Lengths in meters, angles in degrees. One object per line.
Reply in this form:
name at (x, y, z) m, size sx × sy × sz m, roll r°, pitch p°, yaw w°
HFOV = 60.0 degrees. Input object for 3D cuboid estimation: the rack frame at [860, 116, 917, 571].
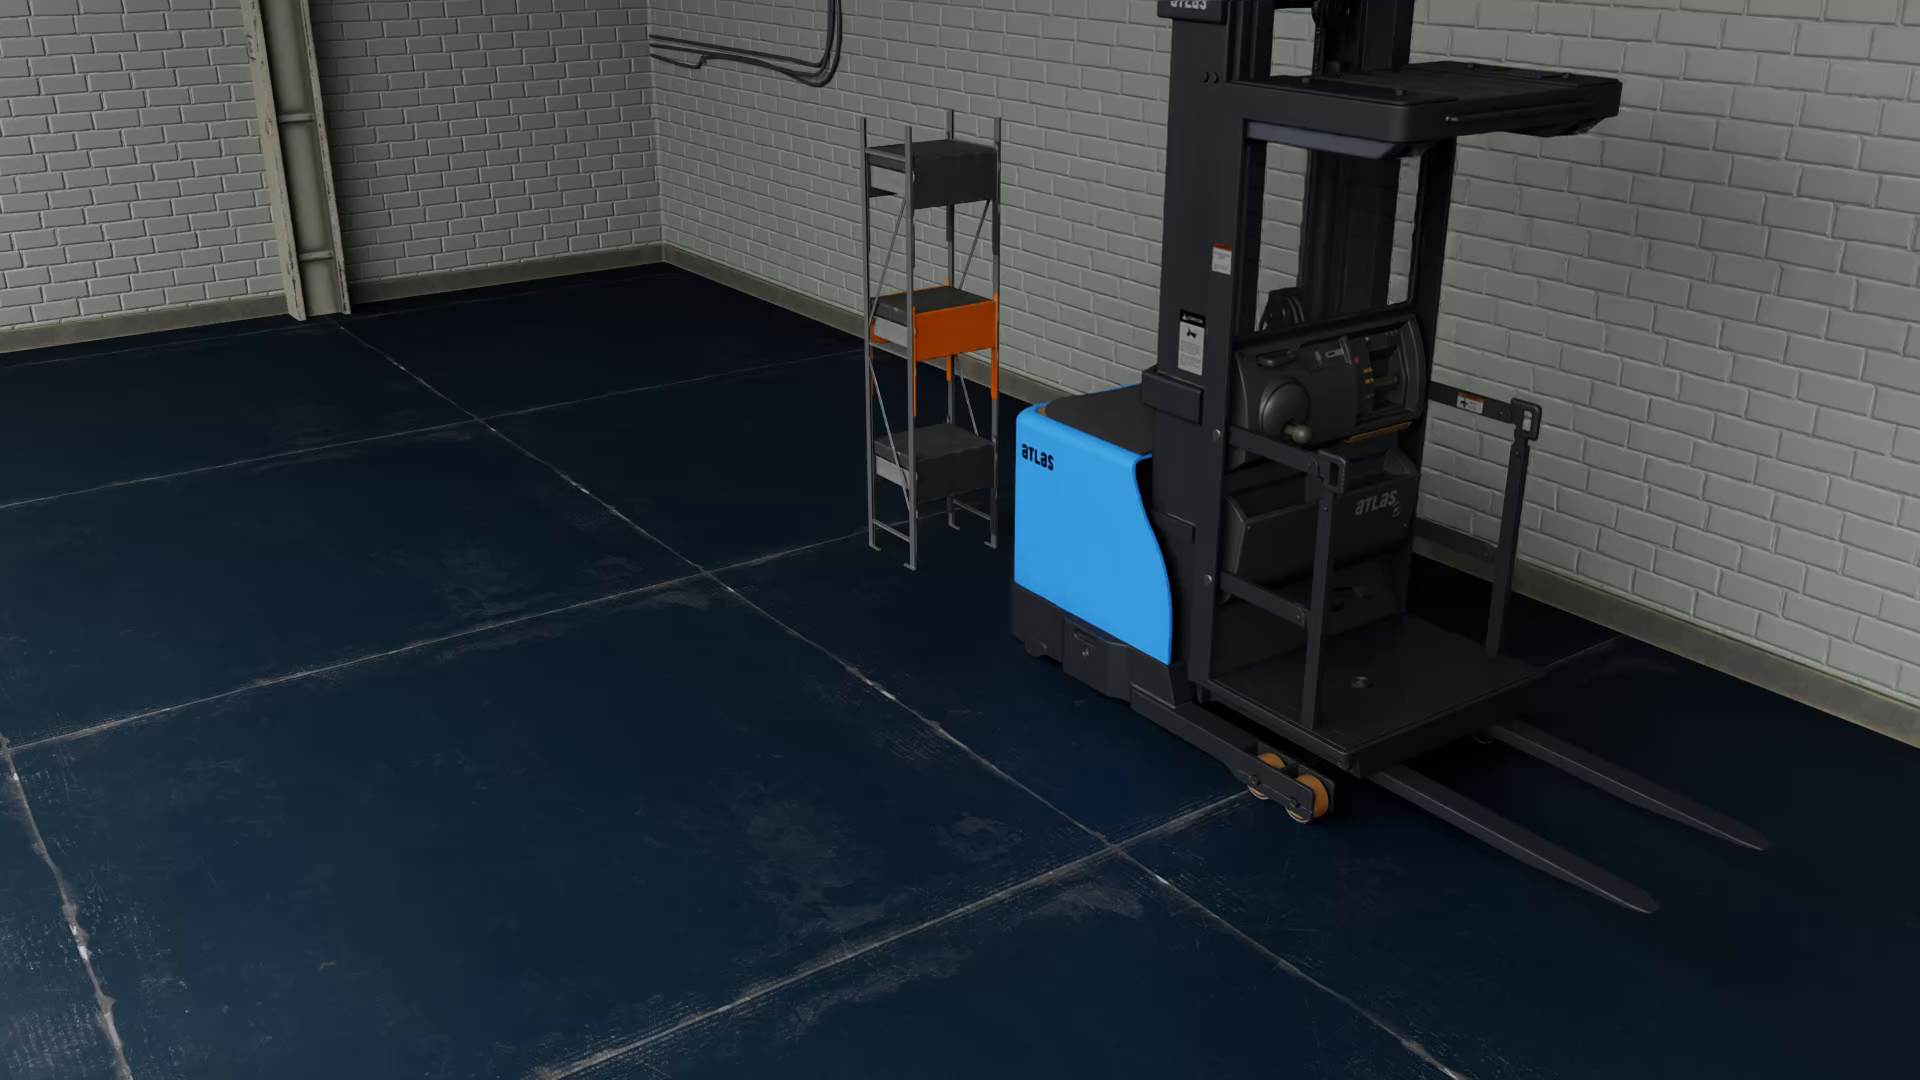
rack frame at (-0.332, -0.887, 7.785) m, size 0.015 × 2.100 × 0.400 m, roll -15°, pitch 26°, yaw -33°

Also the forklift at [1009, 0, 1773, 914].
forklift at (1.472, -0.564, 5.856) m, size 1.130 × 2.935 × 3.031 m, roll -15°, pitch 26°, yaw -32°

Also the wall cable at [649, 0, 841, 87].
wall cable at (-1.750, -4.720, 12.272) m, size 0.112 × 2.526 × 3.097 m, roll -15°, pitch 26°, yaw -33°

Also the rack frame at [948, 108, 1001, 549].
rack frame at (0.064, -0.992, 8.050) m, size 0.015 × 2.100 × 0.400 m, roll -15°, pitch 26°, yaw -33°

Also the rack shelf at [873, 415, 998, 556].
rack shelf at (-0.134, -0.277, 8.182) m, size 0.480 × 0.518 × 0.431 m, roll -15°, pitch 26°, yaw -33°

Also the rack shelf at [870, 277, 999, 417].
rack shelf at (-0.134, -0.927, 7.922) m, size 0.480 × 0.518 × 0.431 m, roll -15°, pitch 26°, yaw -33°

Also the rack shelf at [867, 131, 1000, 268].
rack shelf at (-0.134, -1.577, 7.663) m, size 0.480 × 0.518 × 0.431 m, roll -15°, pitch 26°, yaw -33°

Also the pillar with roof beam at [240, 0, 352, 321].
pillar with roof beam at (-2.399, -4.627, 7.850) m, size 0.400 × 9.000 × 9.100 m, roll -15°, pitch 26°, yaw -33°

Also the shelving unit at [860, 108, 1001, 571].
shelving unit at (-0.134, -0.939, 7.917) m, size 0.503 × 2.100 × 0.431 m, roll -15°, pitch 26°, yaw -33°
